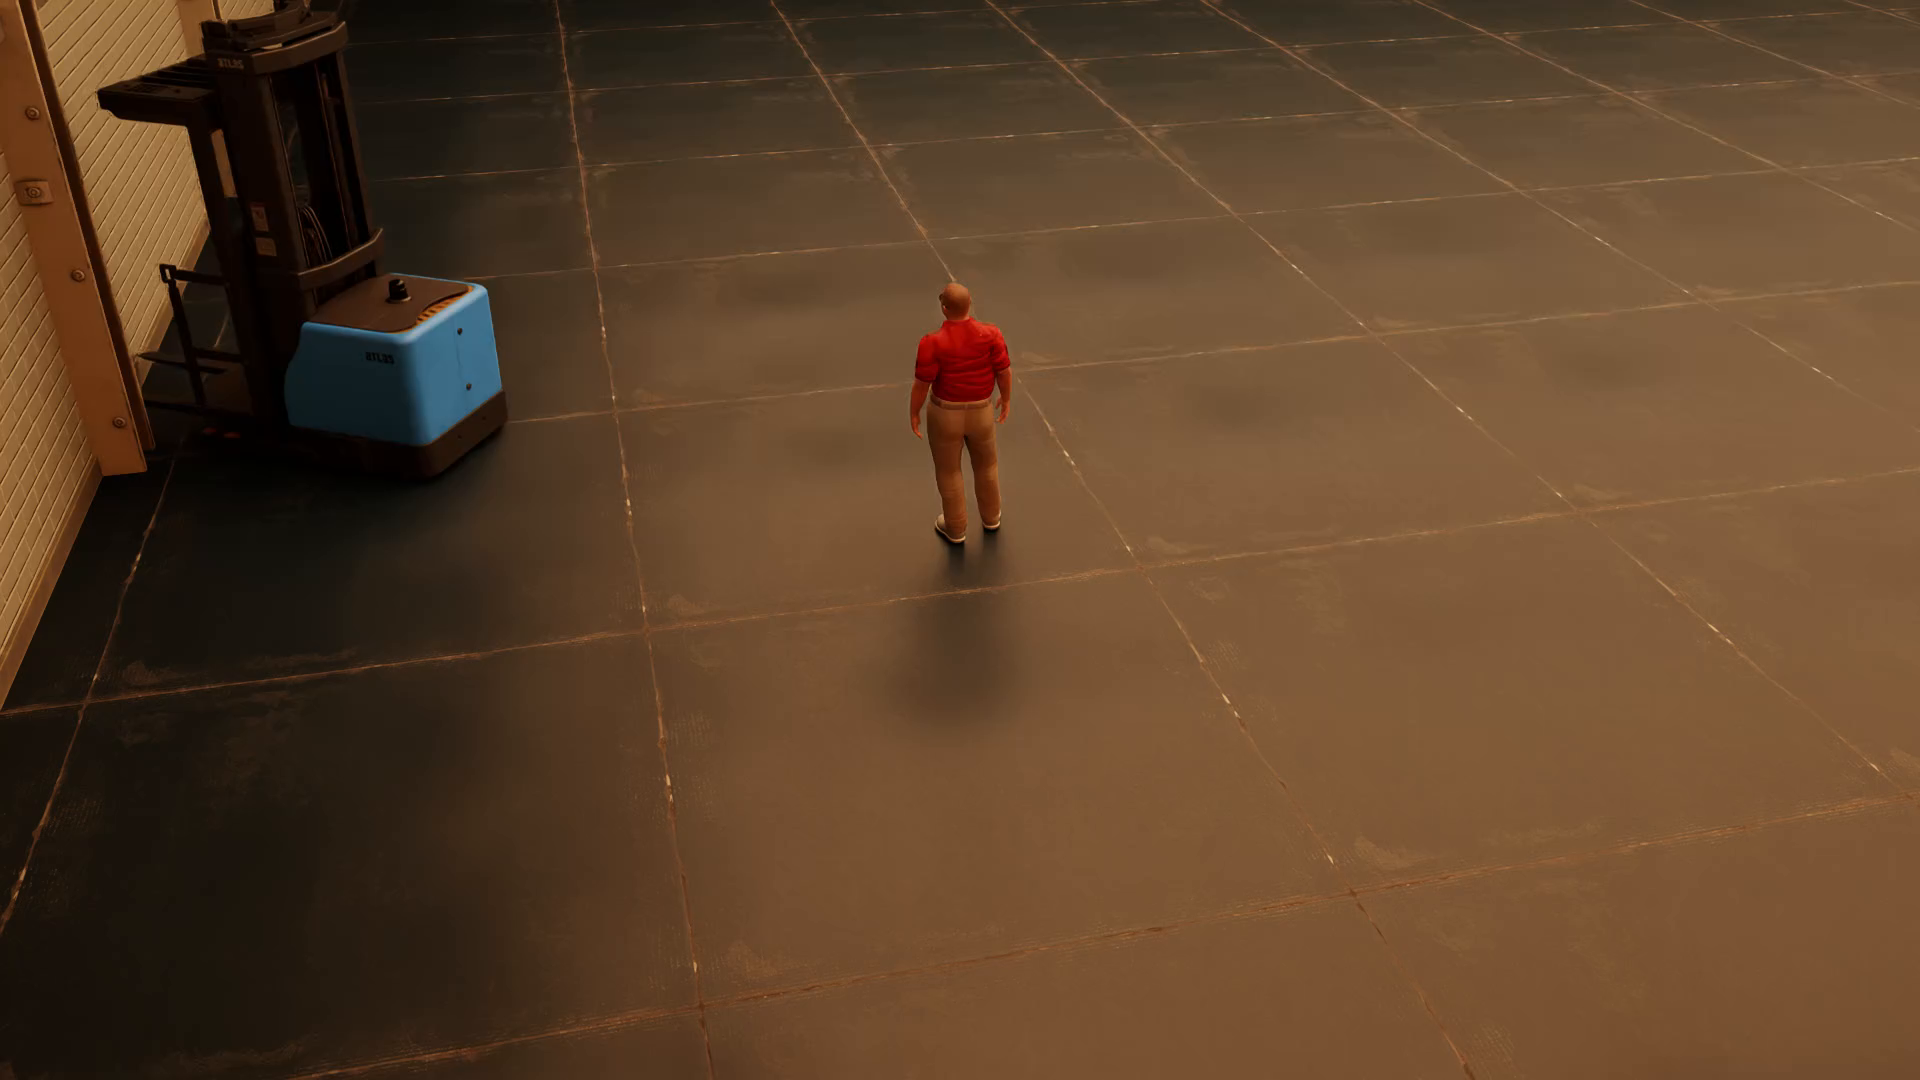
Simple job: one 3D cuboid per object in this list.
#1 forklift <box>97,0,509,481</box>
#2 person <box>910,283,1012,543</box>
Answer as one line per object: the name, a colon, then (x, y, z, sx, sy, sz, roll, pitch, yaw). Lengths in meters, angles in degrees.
forklift: (-4.790, -2.088, 11.181, 3.031, 2.935, 1.130, 9, 31, 16)
person: (-0.010, -0.801, 10.141, 0.641, 1.728, 0.550, -7, 31, -12)
